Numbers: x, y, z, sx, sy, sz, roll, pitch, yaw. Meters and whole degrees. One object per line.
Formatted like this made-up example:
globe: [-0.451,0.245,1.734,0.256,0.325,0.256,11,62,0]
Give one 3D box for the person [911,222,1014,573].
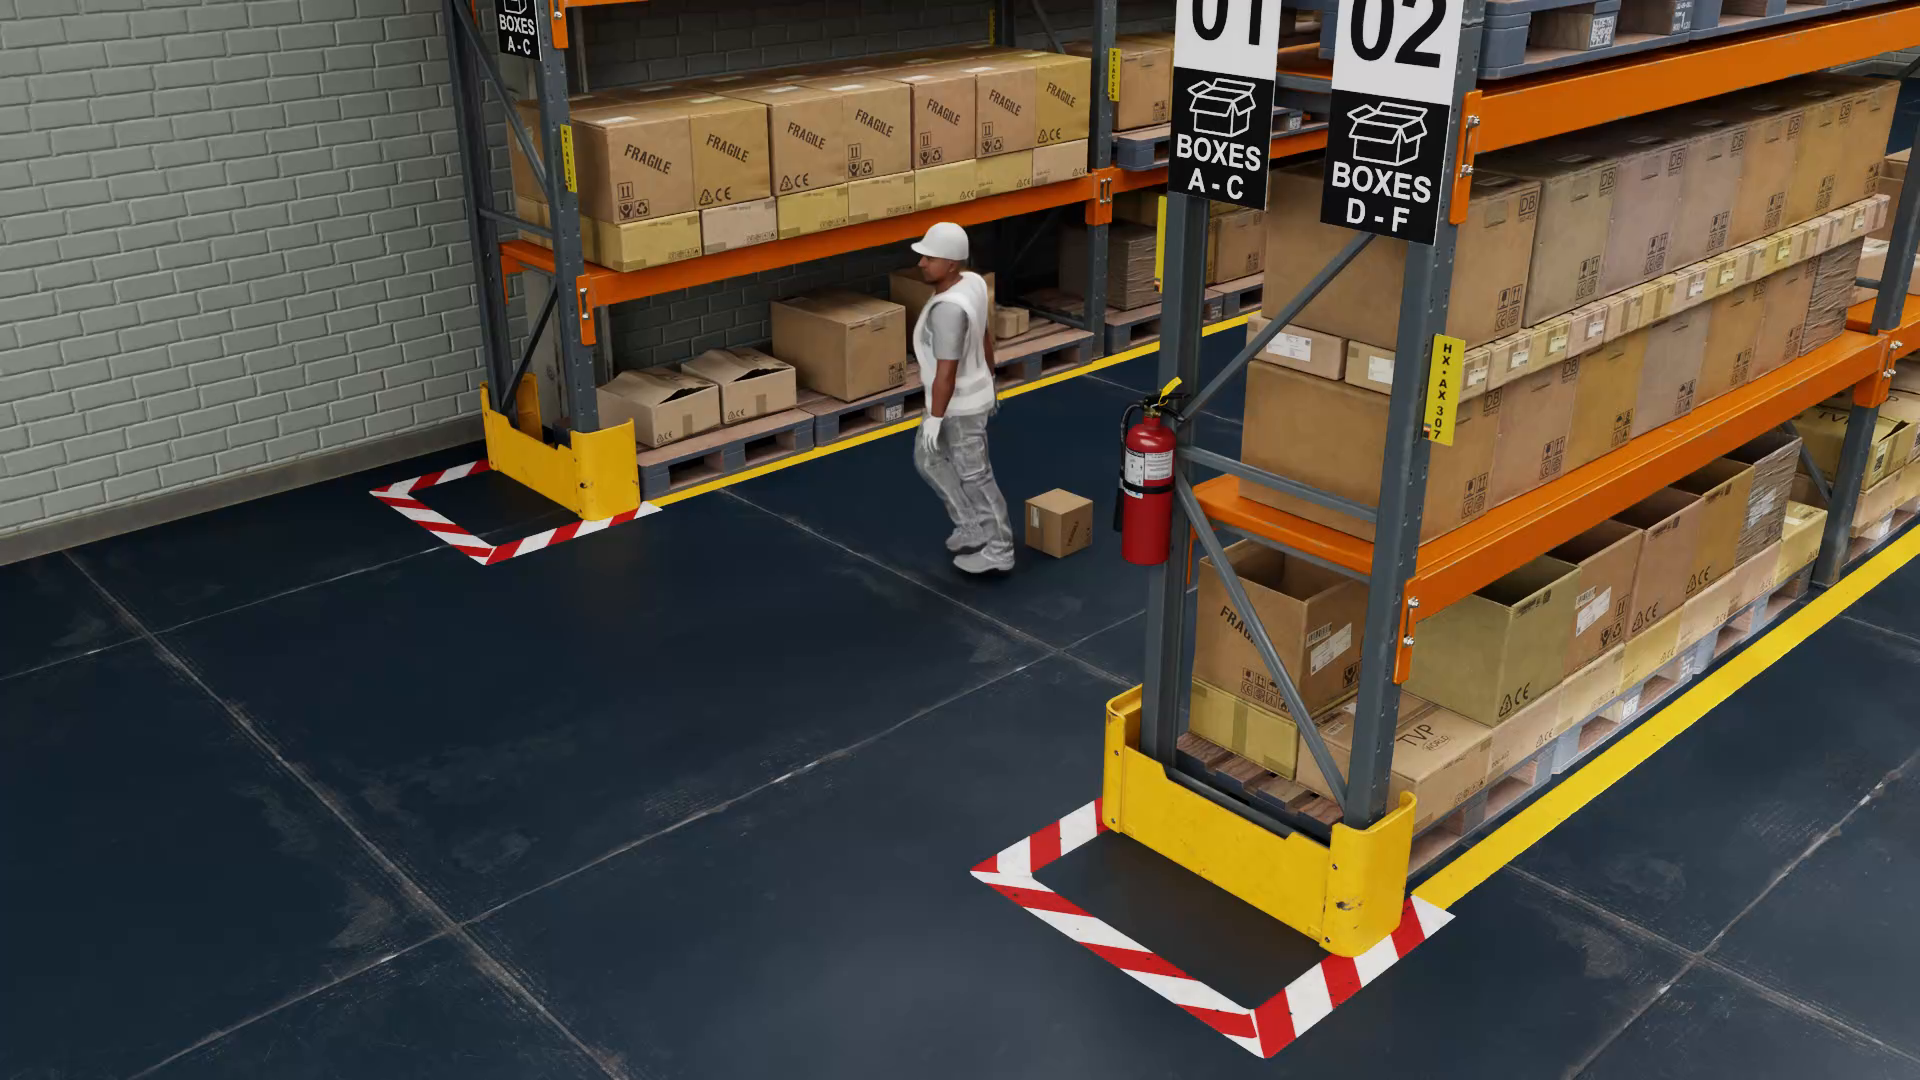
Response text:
person: [0.013,-0.658,7.984,0.519,1.767,0.619,1,24,2]
